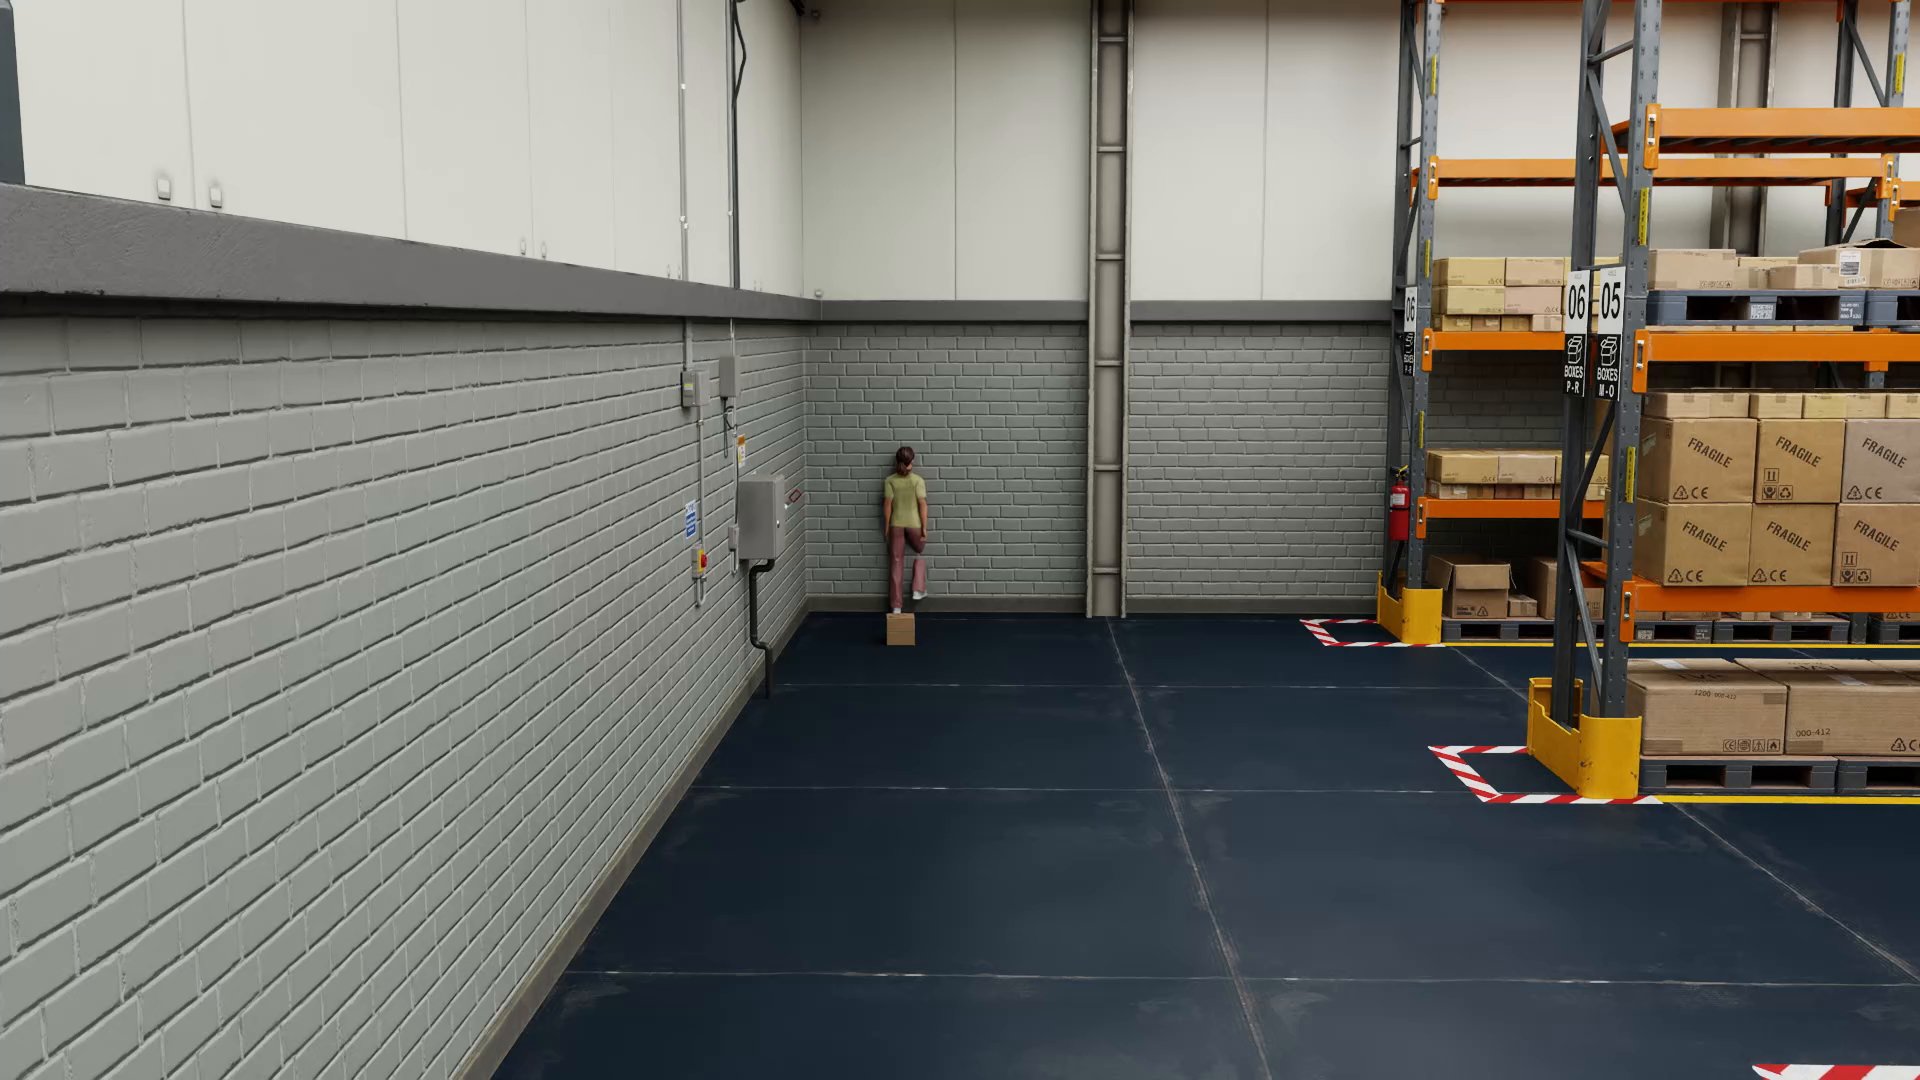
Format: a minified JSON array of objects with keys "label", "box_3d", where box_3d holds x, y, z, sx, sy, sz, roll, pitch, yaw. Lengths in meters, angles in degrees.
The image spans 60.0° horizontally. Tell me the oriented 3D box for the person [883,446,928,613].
[{"label":"person","box_3d":[-0.529,-0.101,16.579,0.436,1.678,0.494,1,7,6]}]
